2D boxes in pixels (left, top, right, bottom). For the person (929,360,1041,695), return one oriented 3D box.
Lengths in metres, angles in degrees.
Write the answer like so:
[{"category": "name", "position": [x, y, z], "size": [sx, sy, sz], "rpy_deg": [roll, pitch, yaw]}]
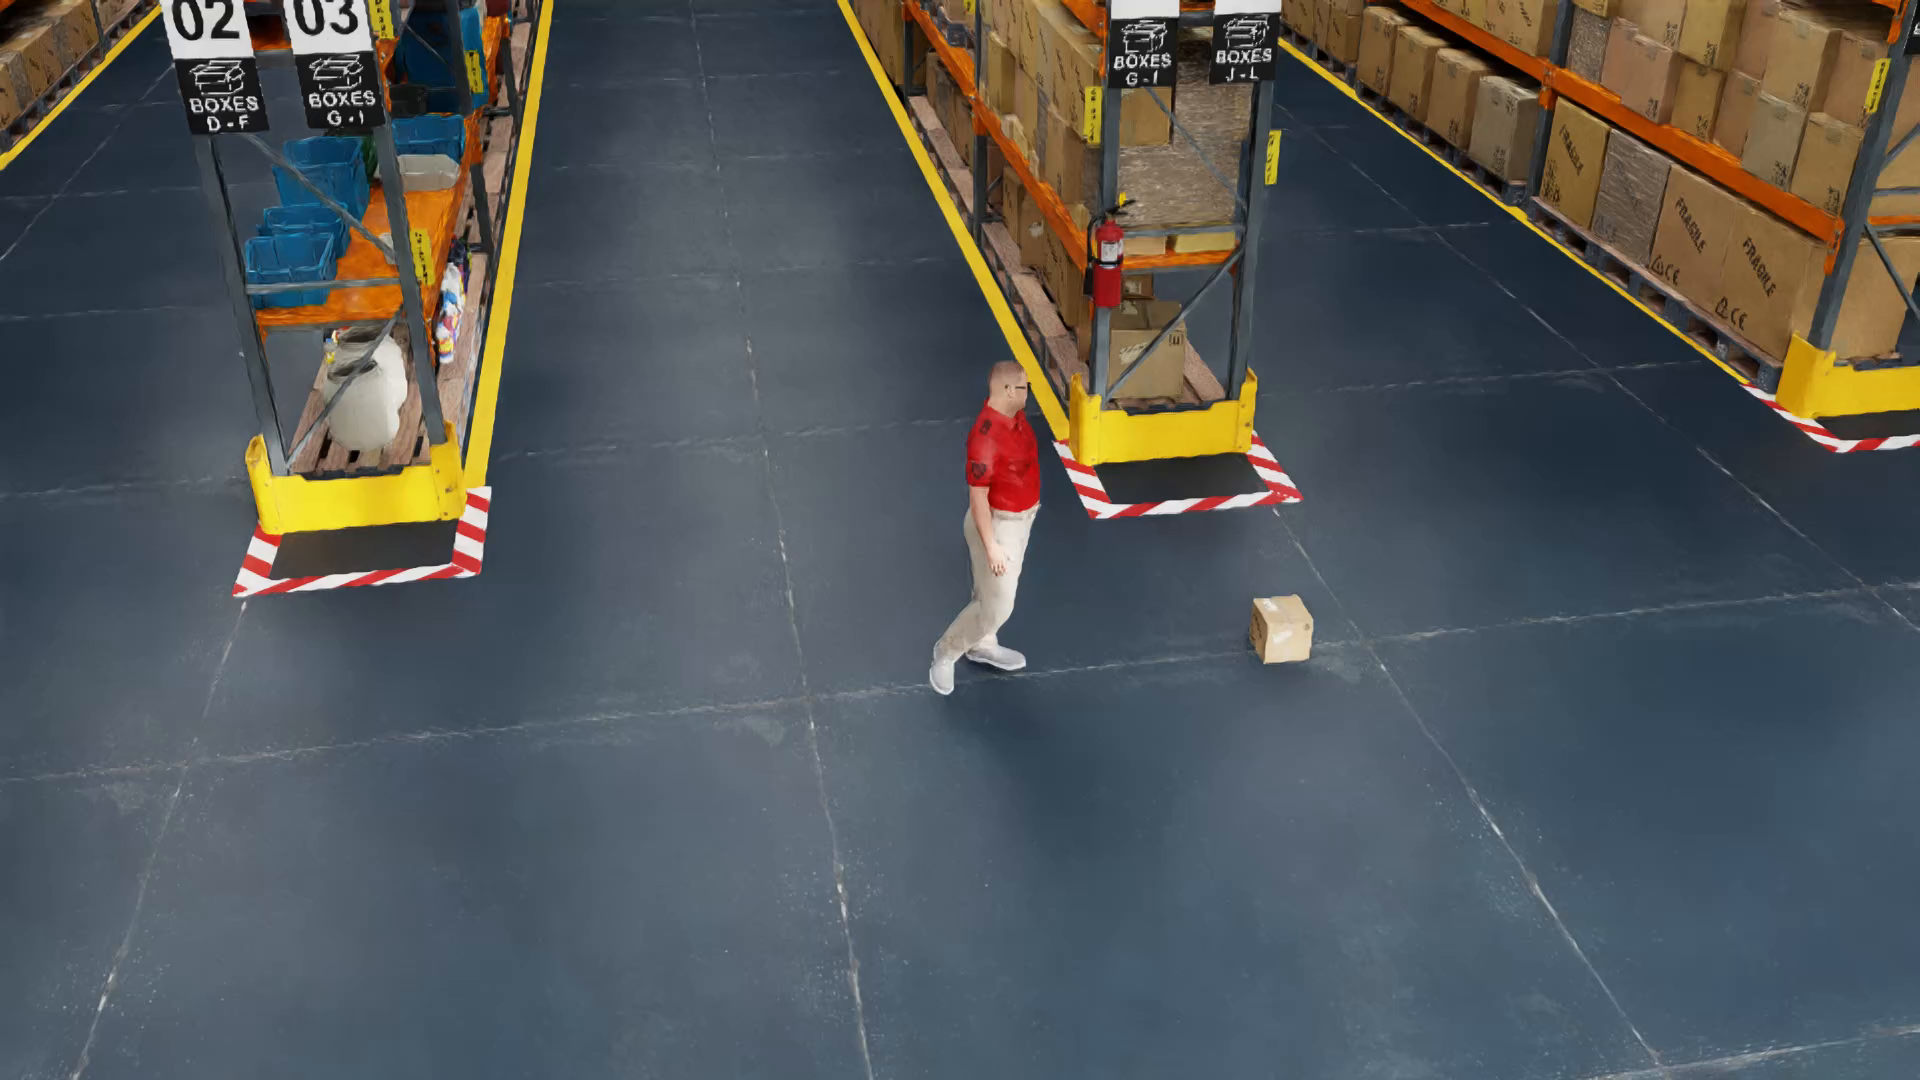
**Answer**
[{"category": "person", "position": [0.134, -0.065, 8.231], "size": [0.491, 1.719, 0.722], "rpy_deg": [12, 32, 19]}]
